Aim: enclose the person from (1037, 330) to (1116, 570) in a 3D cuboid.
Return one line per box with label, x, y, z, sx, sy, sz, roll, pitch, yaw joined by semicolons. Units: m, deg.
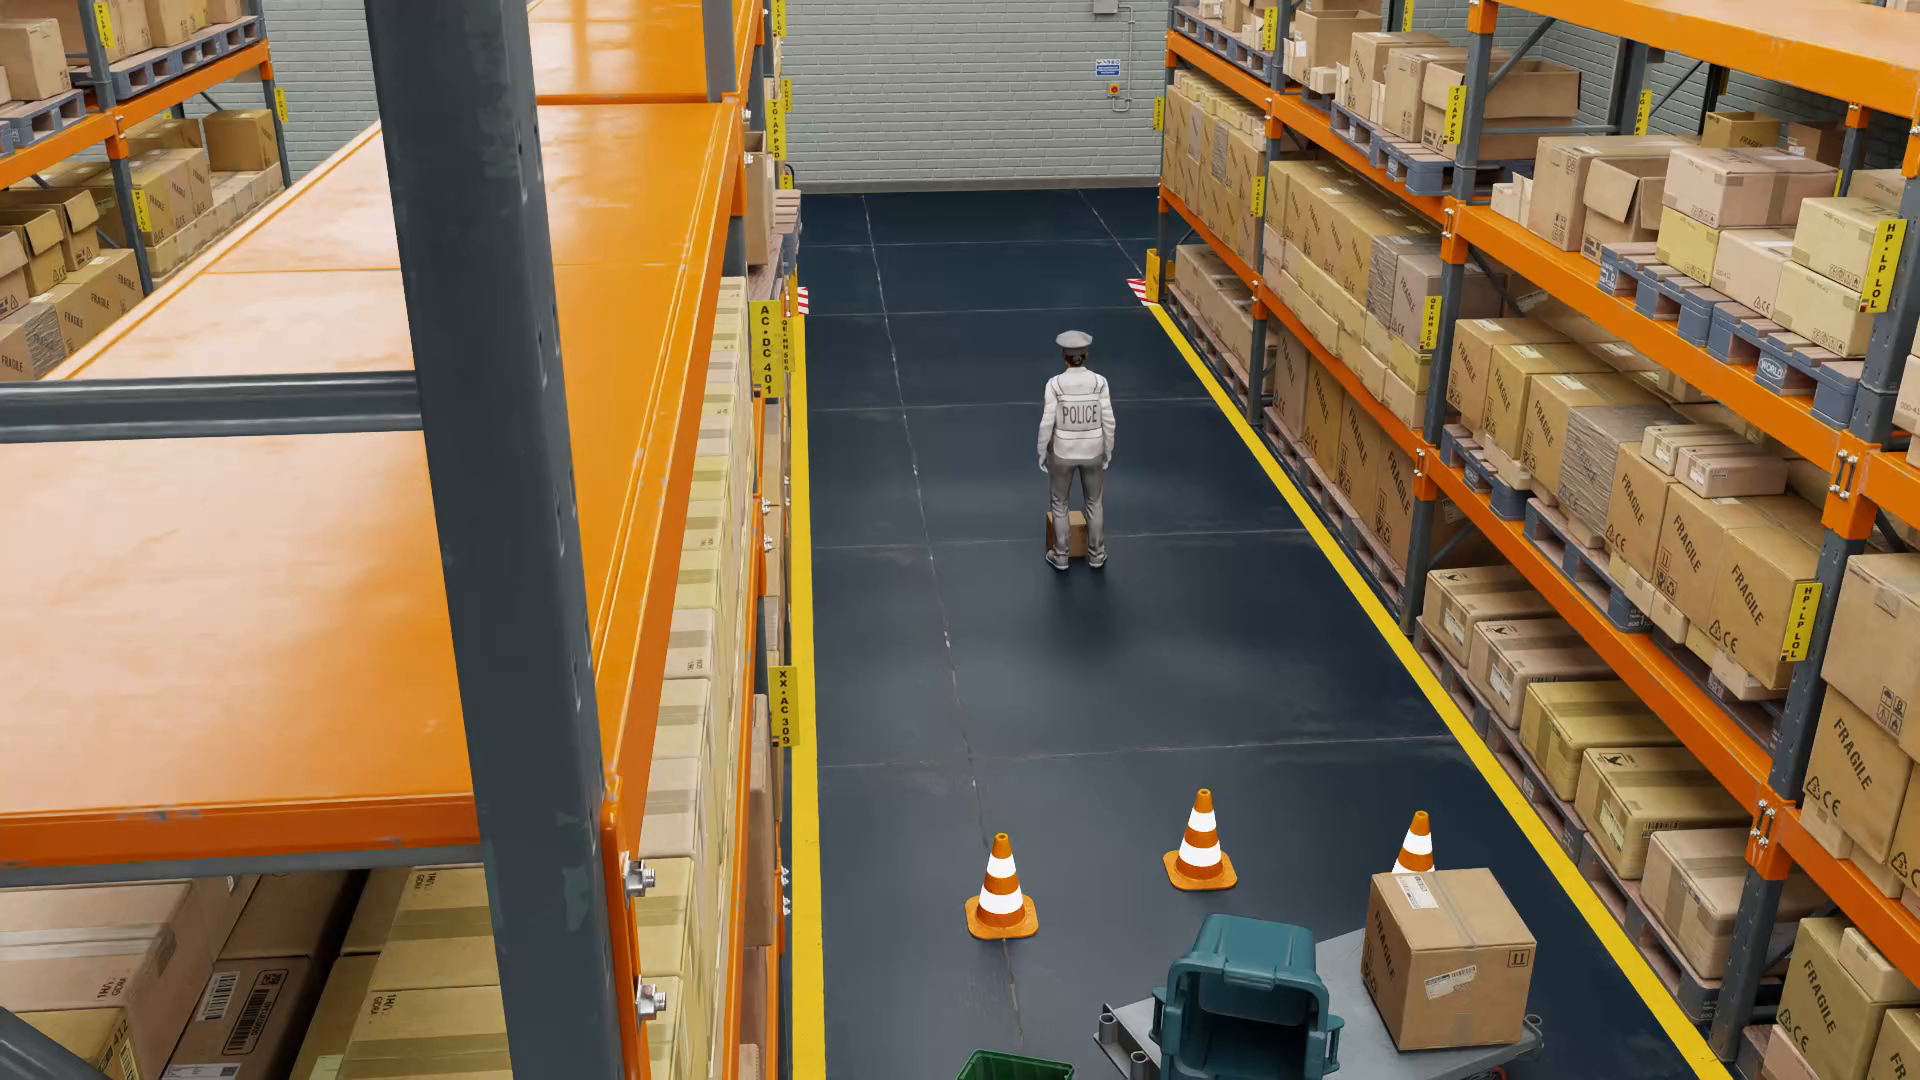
person;0.794;-0.593;11.436;0.532;1.663;0.378;-2;24;-6
